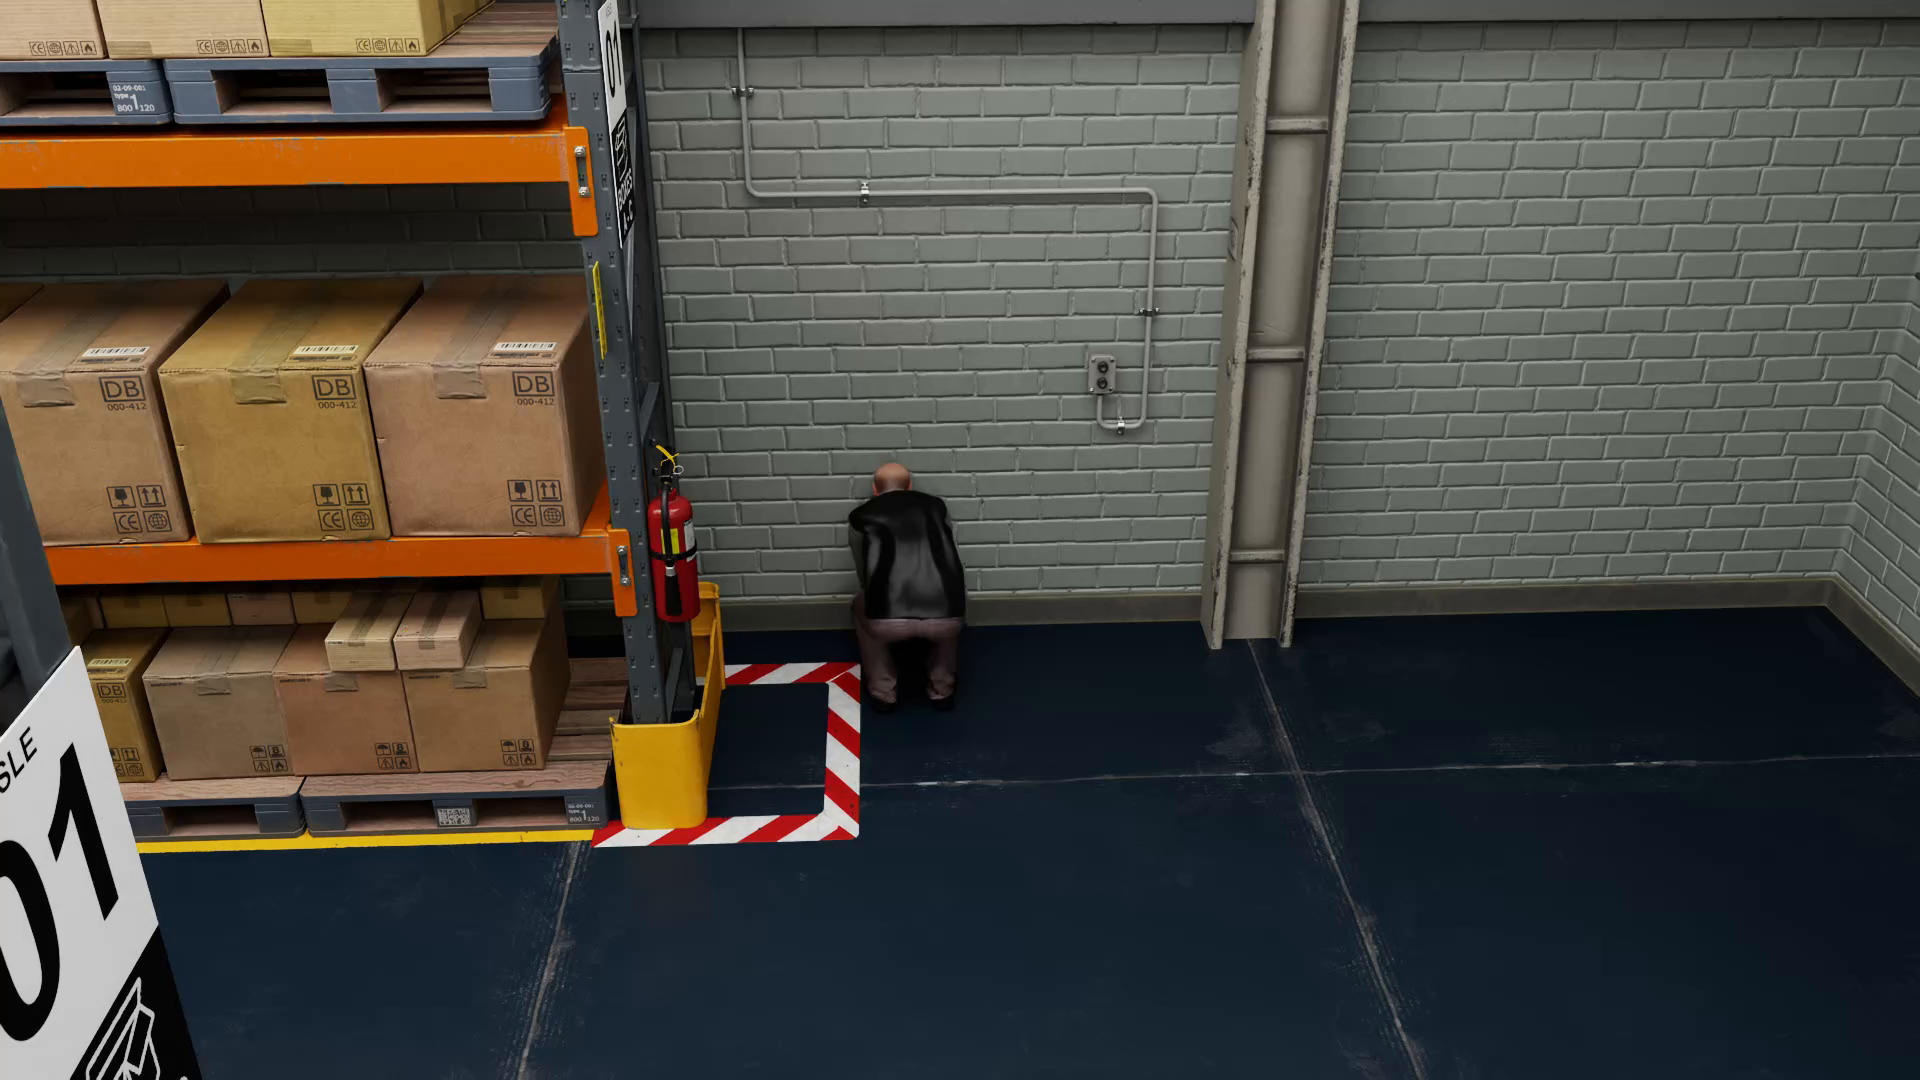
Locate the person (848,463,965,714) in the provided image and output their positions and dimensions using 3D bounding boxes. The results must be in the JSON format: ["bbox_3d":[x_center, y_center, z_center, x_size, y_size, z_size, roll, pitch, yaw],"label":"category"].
[{"bbox_3d":[-0.243,0.249,7.546,0.511,0.922,0.905,-3,28,-6],"label":"person"}]
